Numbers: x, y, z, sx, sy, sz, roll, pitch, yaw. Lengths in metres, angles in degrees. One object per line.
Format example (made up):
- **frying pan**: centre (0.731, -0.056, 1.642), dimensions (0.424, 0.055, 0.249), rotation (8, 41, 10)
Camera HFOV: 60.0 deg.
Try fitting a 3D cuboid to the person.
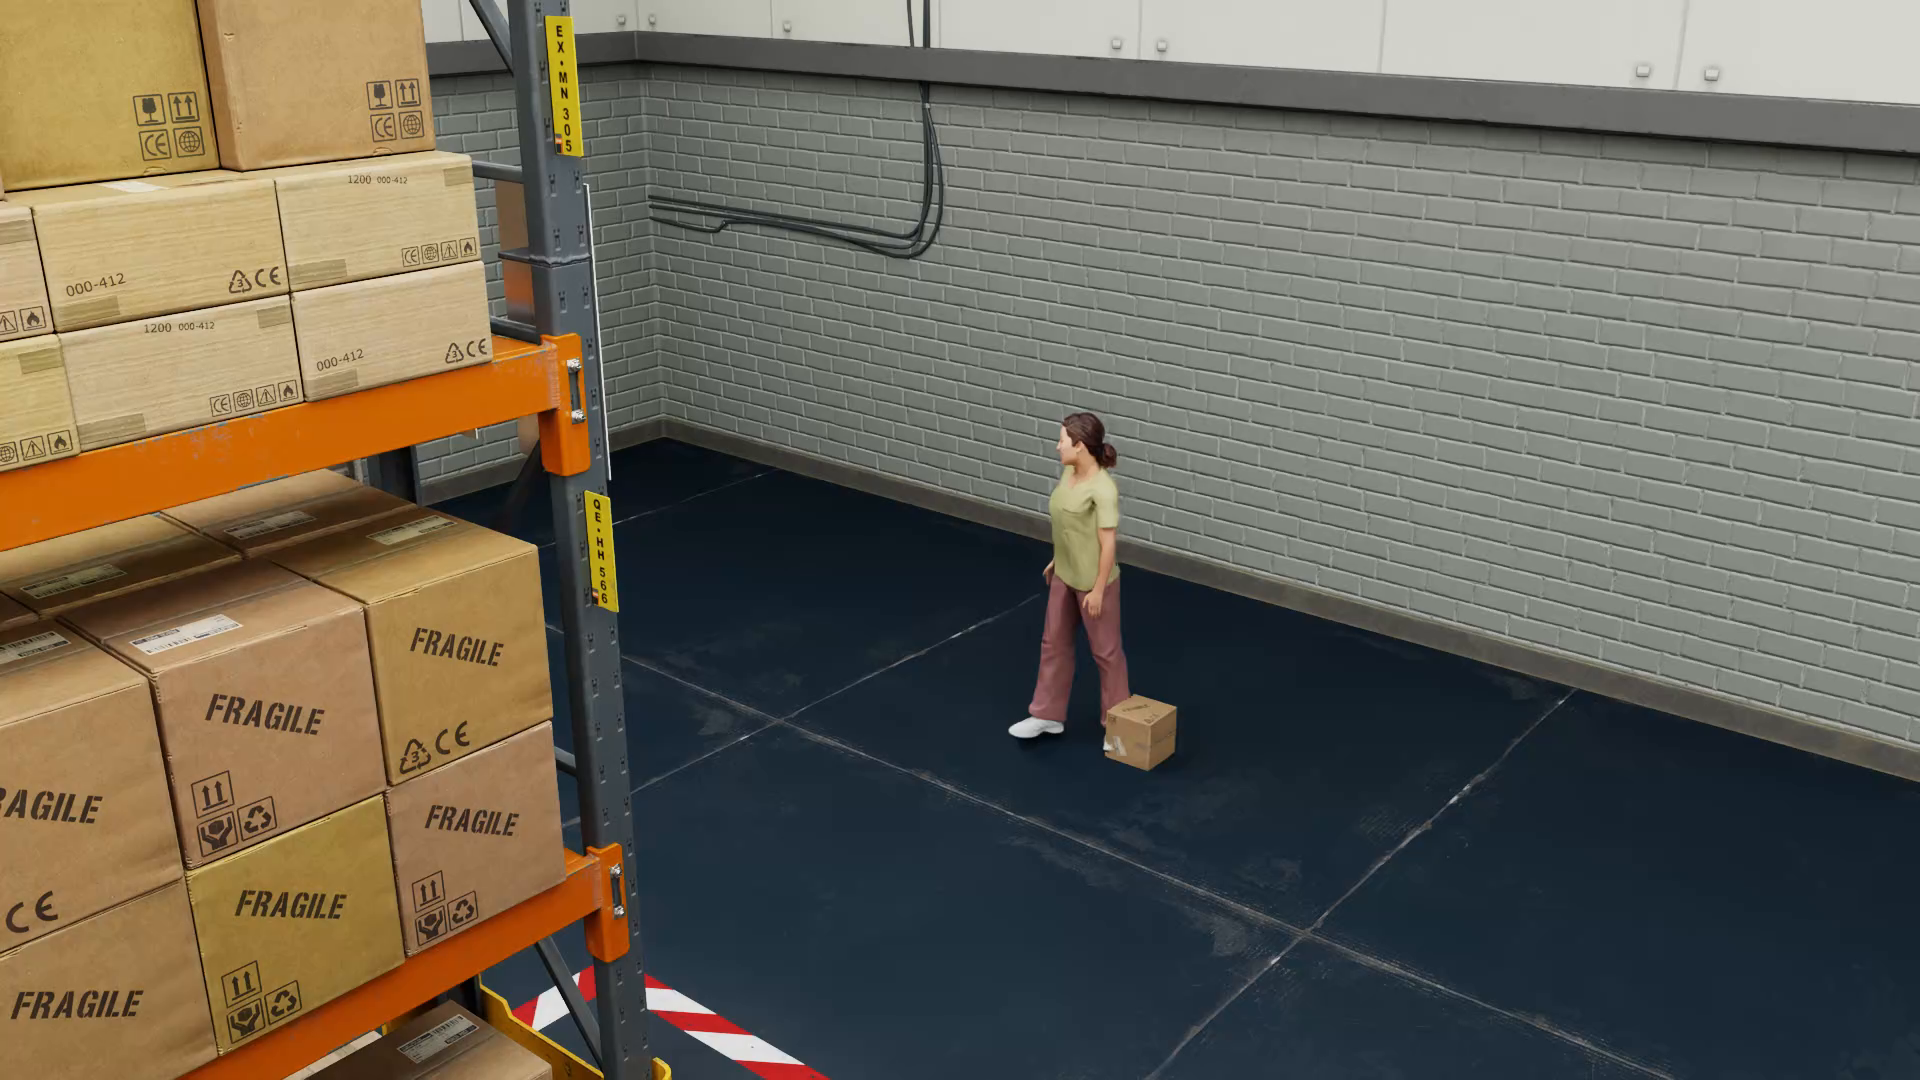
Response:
- **person**: centre (0.555, 0.196, 7.982), dimensions (0.584, 1.666, 0.550), rotation (-12, 23, -29)
